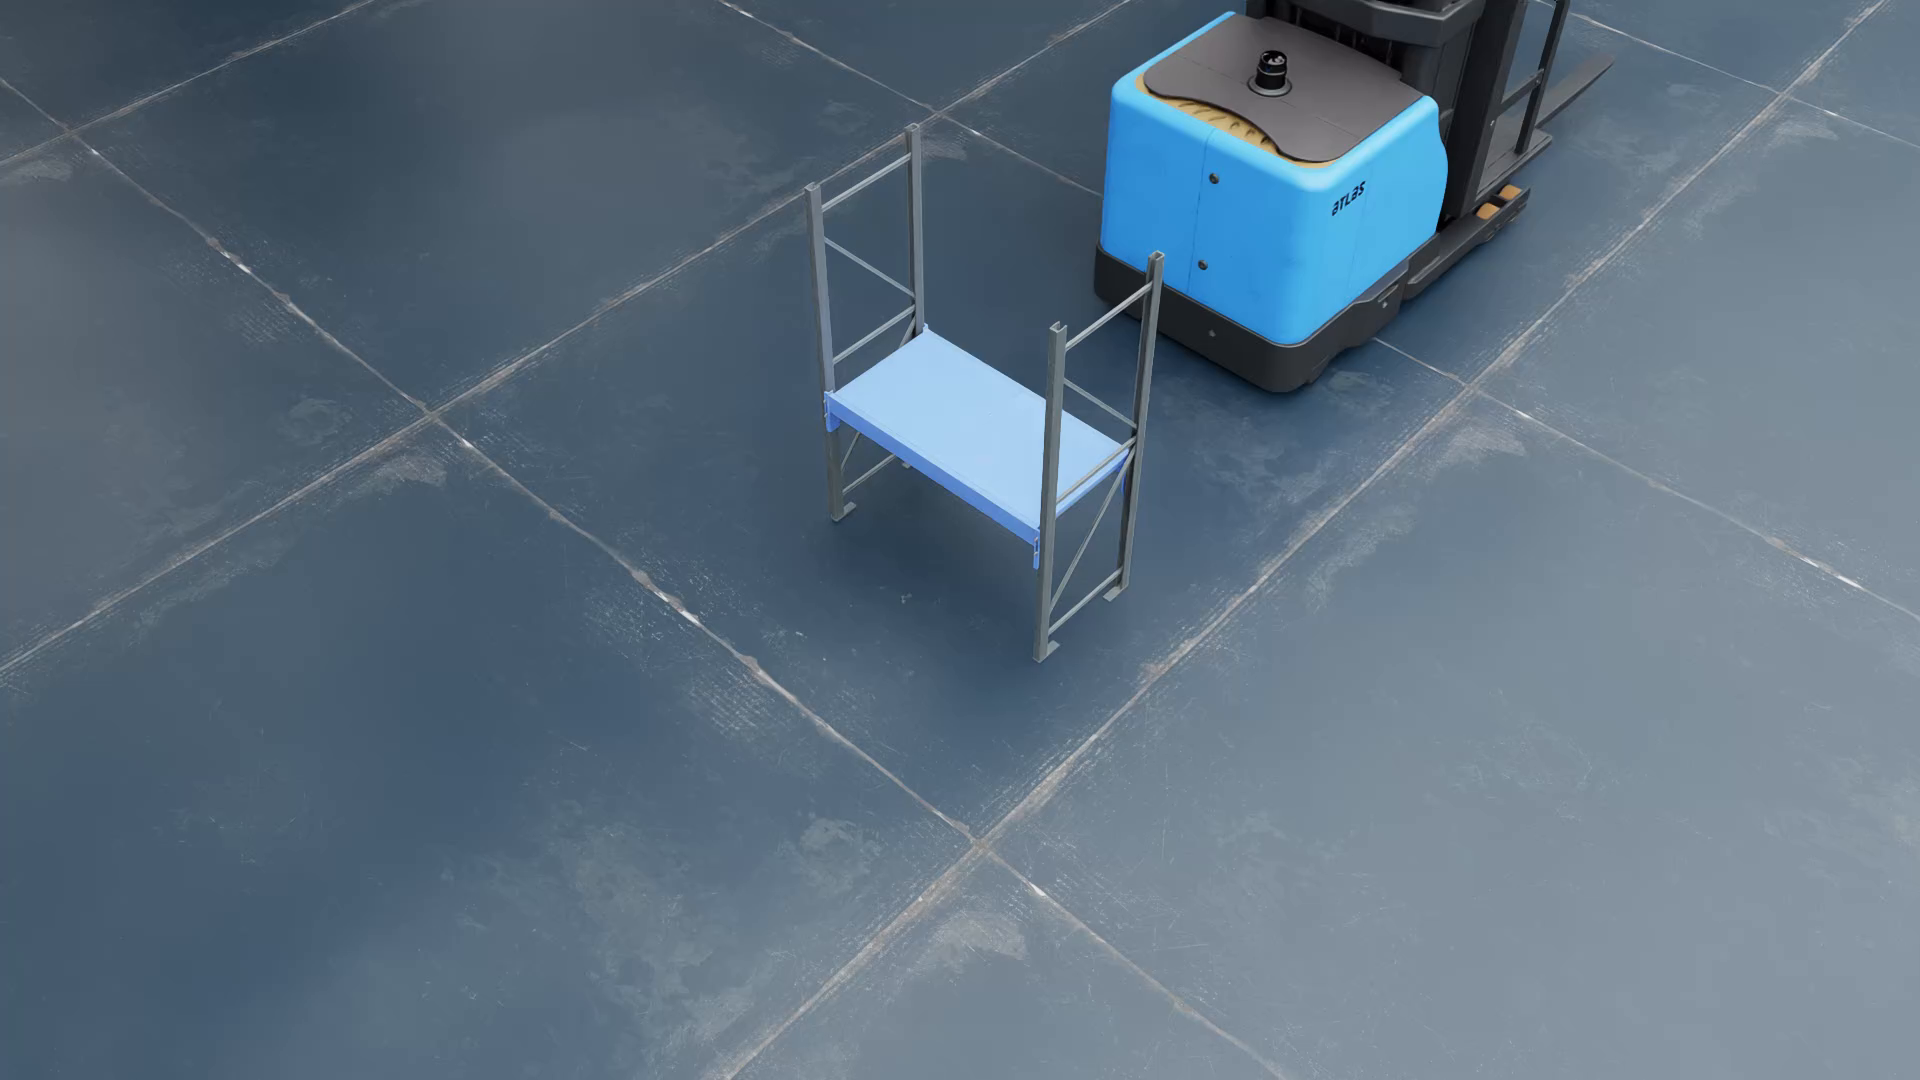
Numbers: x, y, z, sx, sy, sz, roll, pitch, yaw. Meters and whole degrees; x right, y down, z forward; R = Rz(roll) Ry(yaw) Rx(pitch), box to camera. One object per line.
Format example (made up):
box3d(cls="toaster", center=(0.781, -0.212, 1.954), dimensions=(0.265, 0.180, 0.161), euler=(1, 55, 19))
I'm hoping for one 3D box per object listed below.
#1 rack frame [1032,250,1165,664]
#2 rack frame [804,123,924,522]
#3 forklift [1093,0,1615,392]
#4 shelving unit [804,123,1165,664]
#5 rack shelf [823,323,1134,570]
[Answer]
box3d(cls="rack frame", center=(0.436, -0.220, 5.428), dimensions=(0.032, 1.500, 0.500), euler=(34, 55, 28))
box3d(cls="rack frame", center=(-0.311, -0.723, 5.900), dimensions=(0.032, 1.500, 0.500), euler=(34, 55, 28))
box3d(cls="forklift", center=(1.946, -2.584, 6.666), dimensions=(1.130, 2.935, 3.031), euler=(34, 56, 28))
box3d(cls="shelving unit", center=(0.063, -0.471, 5.664), dimensions=(1.048, 1.500, 0.538), euler=(34, 55, 28))
box3d(cls="rack shelf", center=(0.063, -0.348, 5.795), dimensions=(1.000, 0.185, 0.538), euler=(34, 55, 28))
